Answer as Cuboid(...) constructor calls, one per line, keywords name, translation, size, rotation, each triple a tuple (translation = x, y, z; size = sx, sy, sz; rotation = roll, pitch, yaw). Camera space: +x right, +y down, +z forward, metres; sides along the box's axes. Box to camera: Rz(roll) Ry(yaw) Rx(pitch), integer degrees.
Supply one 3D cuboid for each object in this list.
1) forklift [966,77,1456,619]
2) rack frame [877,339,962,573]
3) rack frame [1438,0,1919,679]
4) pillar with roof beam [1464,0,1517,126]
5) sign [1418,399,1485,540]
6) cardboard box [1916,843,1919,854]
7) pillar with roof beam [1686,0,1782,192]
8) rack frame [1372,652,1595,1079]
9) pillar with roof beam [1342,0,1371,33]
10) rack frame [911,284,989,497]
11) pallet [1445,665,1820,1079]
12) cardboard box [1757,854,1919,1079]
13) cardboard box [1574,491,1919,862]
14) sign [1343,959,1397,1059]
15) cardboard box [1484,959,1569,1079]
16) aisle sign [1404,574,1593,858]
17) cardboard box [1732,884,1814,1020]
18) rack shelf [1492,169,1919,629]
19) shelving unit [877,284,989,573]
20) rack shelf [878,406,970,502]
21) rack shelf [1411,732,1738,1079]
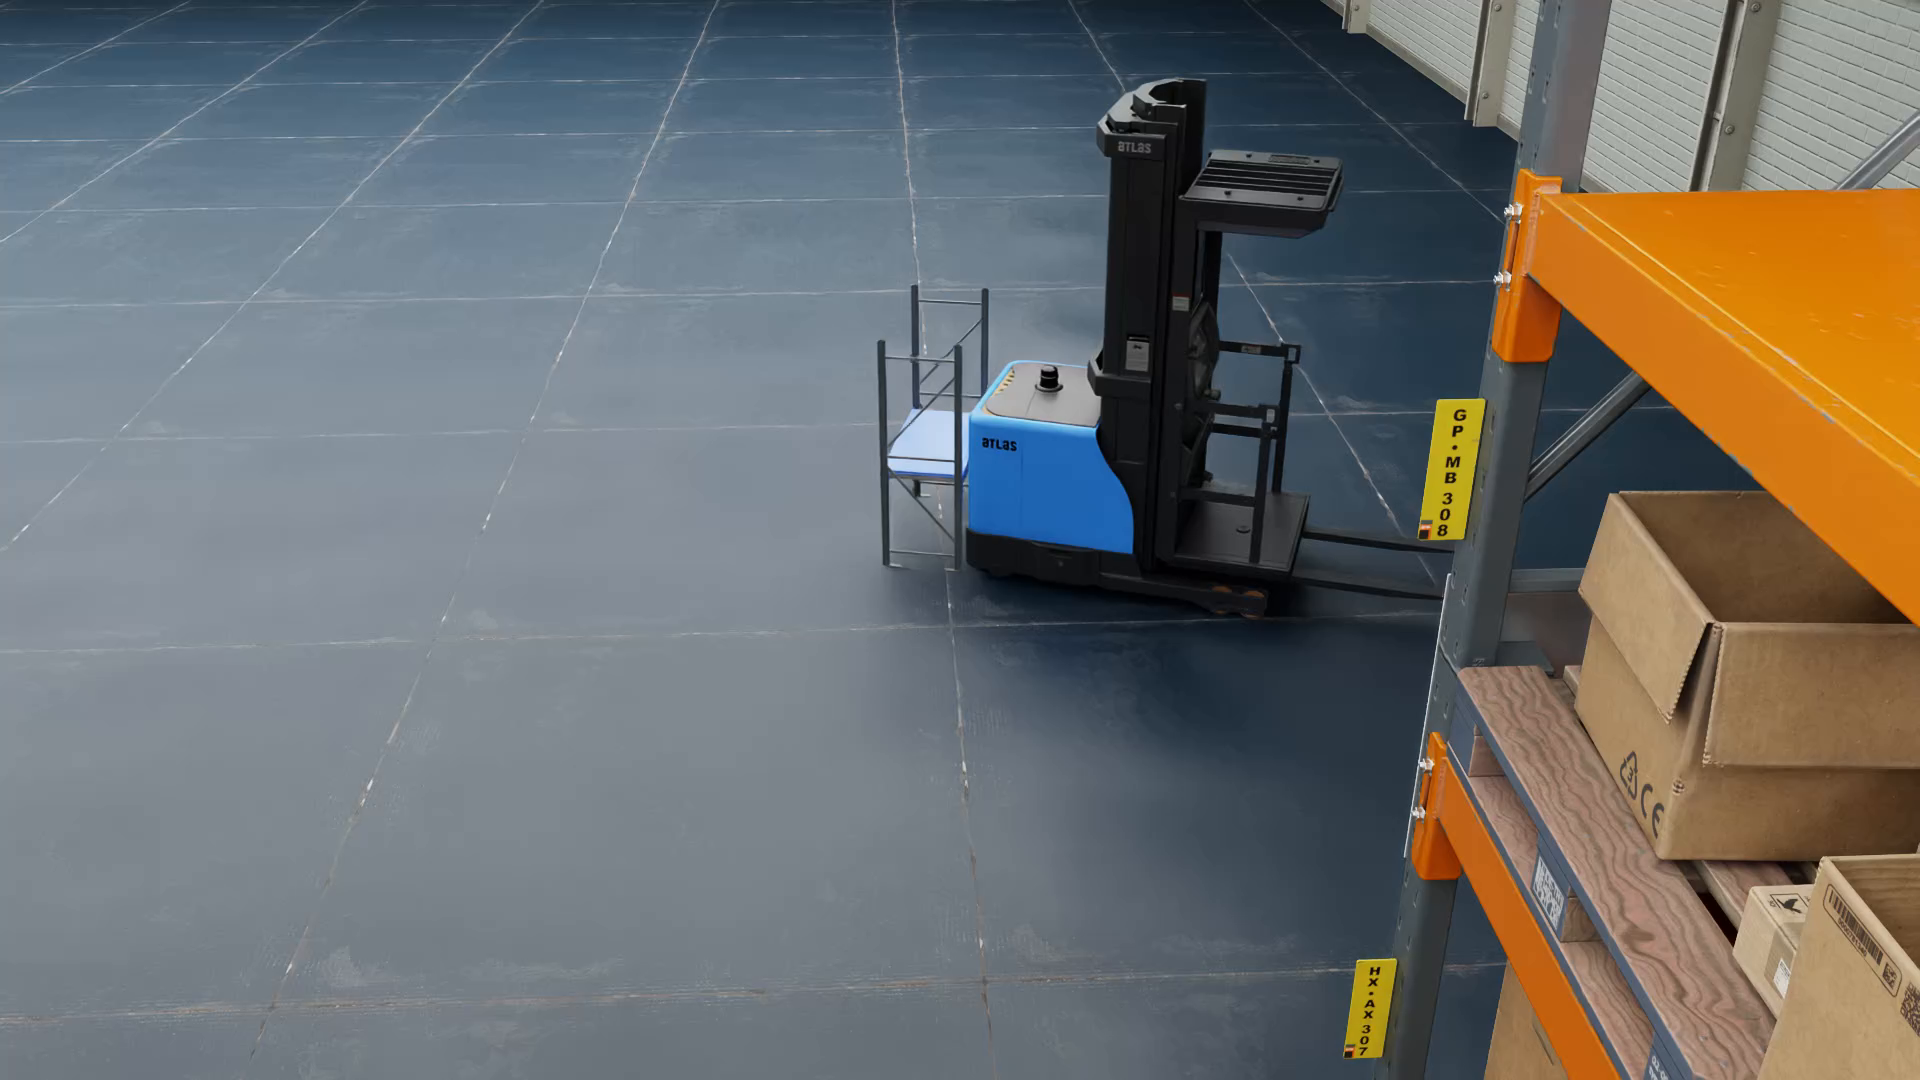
Cuboid(name="forklift", translation=(1.611, -1.105, 9.700), size=(3.031, 2.935, 1.130), rotation=(8, 29, 15))
Cuboid(name="rack frame", translation=(-0.237, -0.488, 10.063), size=(0.500, 1.500, 0.032), rotation=(5, 28, 9))
Cuboid(name="rack frame", translation=(1.591, -1.064, 3.059), size=(1.000, 3.000, 0.127), rotation=(-1, 28, -3))
Cuboid(name="pillar with roof beam", translation=(2.199, -9.091, 18.450), size=(9.100, 9.000, 0.400), rotation=(-1, 28, -3))
Cuboid(name="sign", translation=(1.036, -0.146, 3.511), size=(0.100, 0.325, 0.005), rotation=(-1, 28, -3))
Cuboid(name="cardboard box", translation=(1.914, 0.610, 2.650), size=(0.500, 0.250, 0.500), rotation=(-1, 28, -3))
Cuboid(name="pillar with roof beam", translation=(2.512, -6.320, 13.137), size=(9.100, 9.000, 0.400), rotation=(-1, 28, -3))
Cuboid(name="rack frame", translation=(1.591, 1.596, 4.446), size=(1.000, 3.000, 0.127), rotation=(-1, 28, -3))
Cuboid(name="pillar with roof beam", translation=(1.886, -11.862, 23.763), size=(9.100, 9.000, 0.400), rotation=(-1, 28, -3))
Cuboid(name="rack frame", translation=(-0.066, -0.951, 10.952), size=(0.500, 1.500, 0.032), rotation=(5, 28, 9))
Cuboid(name="pallet", translation=(1.602, 0.633, 3.145), size=(1.003, 0.211, 1.213), rotation=(-1, 28, -3))
Cuboid(name="cardboard box", translation=(1.405, 0.747, 2.116), size=(0.500, 0.500, 0.500), rotation=(-1, 28, -3))
Cuboid(name="cardboard box", translation=(1.617, 0.238, 3.090), size=(0.797, 0.503, 0.637), rotation=(0, 28, 1))
Cuboid(name="sign", translation=(1.036, 1.188, 4.207), size=(0.100, 0.325, 0.005), rotation=(-1, 28, -3))
Cuboid(name="cardboard box", translation=(1.605, 1.217, 3.662), size=(0.700, 0.500, 0.500), rotation=(-1, 28, -2))
Cuboid(name="aisle sign", translation=(1.282, 0.421, 3.889), size=(0.394, 0.787, 0.004), rotation=(-1, 28, -3))
Cuboid(name="cardboard box", translation=(1.476, 0.677, 2.631), size=(0.380, 0.149, 0.250), rotation=(-1, 28, -3))
Cuboid(name="rack shelf", translation=(1.695, 0.356, 1.547), size=(1.077, 0.370, 4.000), rotation=(-1, 28, -3))
Cuboid(name="shelving unit", translation=(-0.151, -0.719, 10.507), size=(0.538, 1.500, 1.048), rotation=(5, 28, 9))
Cuboid(name="rack shelf", translation=(-0.151, -0.560, 10.591), size=(0.538, 0.185, 1.000), rotation=(5, 28, 9))
Cuboid(name="rack shelf", translation=(1.695, 1.509, 2.148), size=(1.077, 0.370, 4.000), rotation=(-1, 28, -3))
